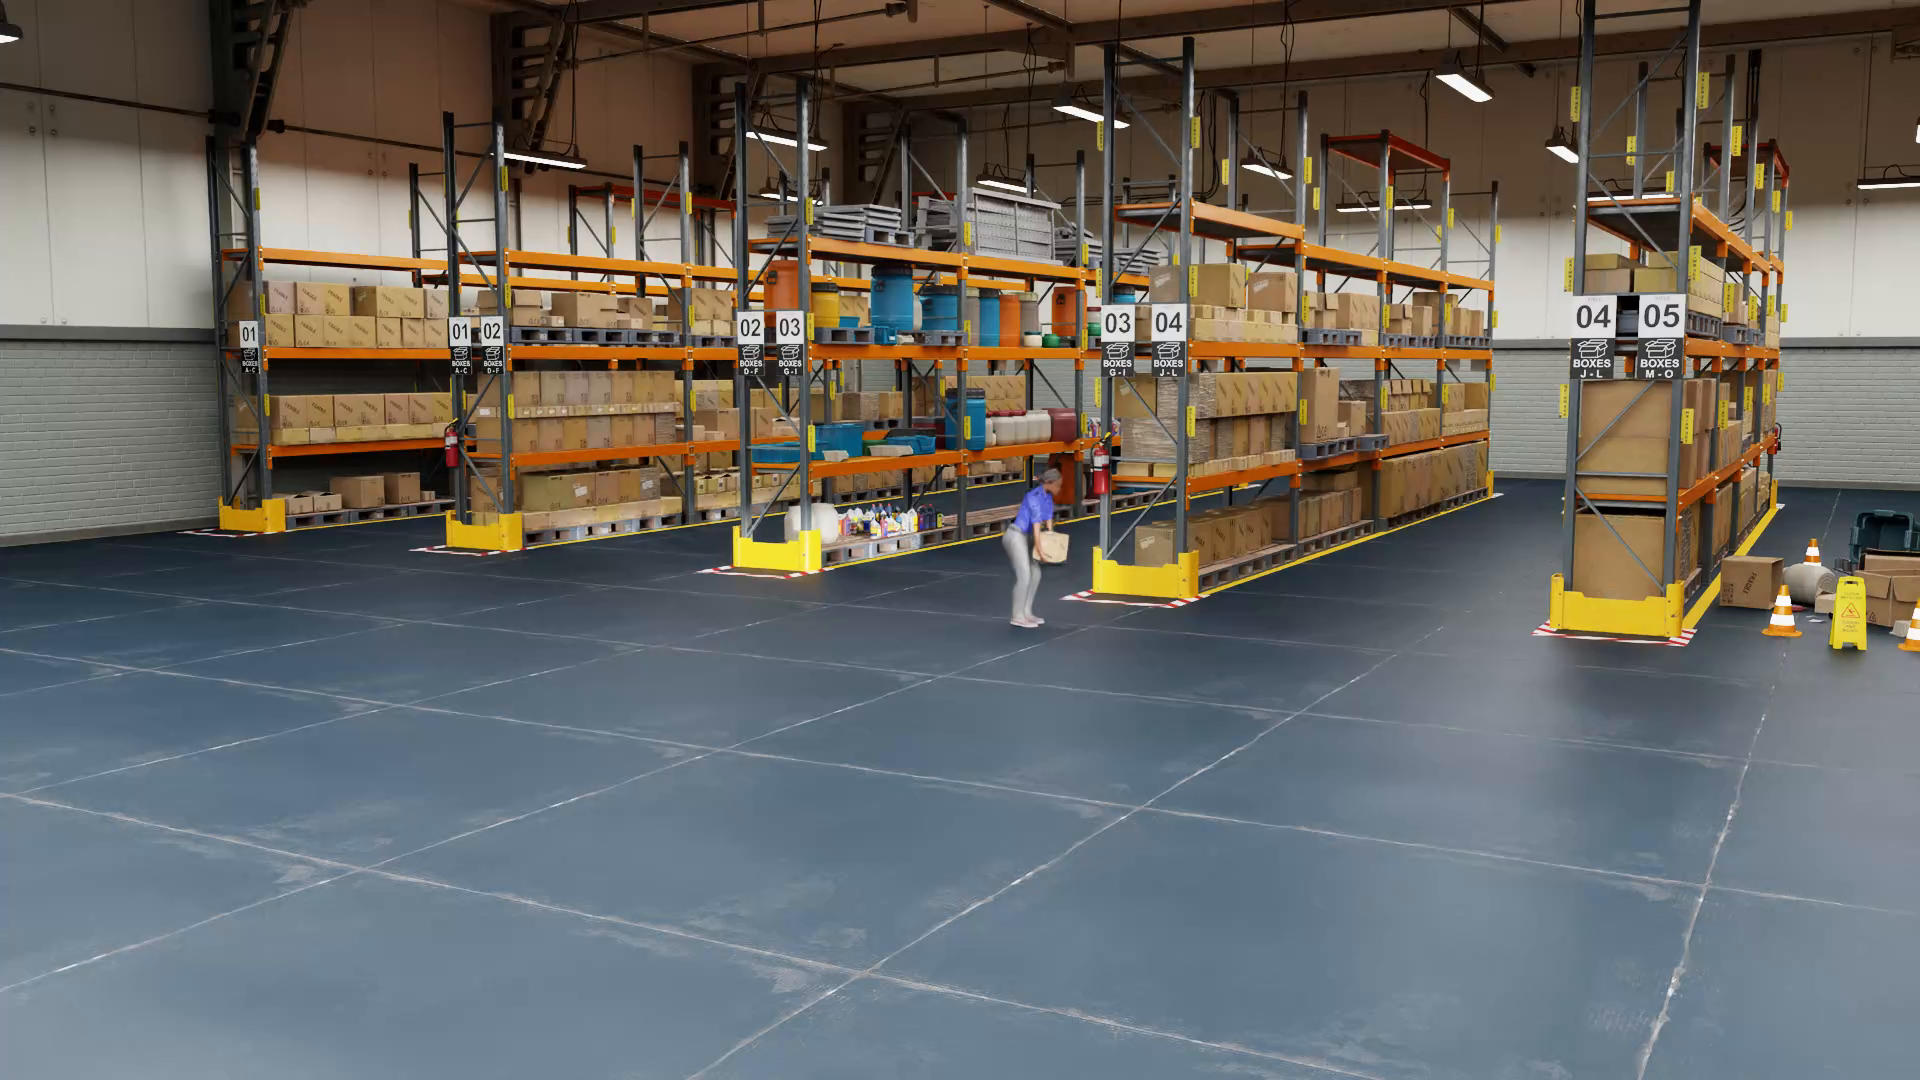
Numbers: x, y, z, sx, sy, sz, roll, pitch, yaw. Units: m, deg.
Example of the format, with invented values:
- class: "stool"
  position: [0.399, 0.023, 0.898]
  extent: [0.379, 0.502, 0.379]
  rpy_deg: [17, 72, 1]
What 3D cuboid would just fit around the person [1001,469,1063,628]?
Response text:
- class: "person"
  position: [0.721, 0.072, 16.266]
  extent: [0.595, 1.551, 0.406]
  rpy_deg: [3, 7, 27]
